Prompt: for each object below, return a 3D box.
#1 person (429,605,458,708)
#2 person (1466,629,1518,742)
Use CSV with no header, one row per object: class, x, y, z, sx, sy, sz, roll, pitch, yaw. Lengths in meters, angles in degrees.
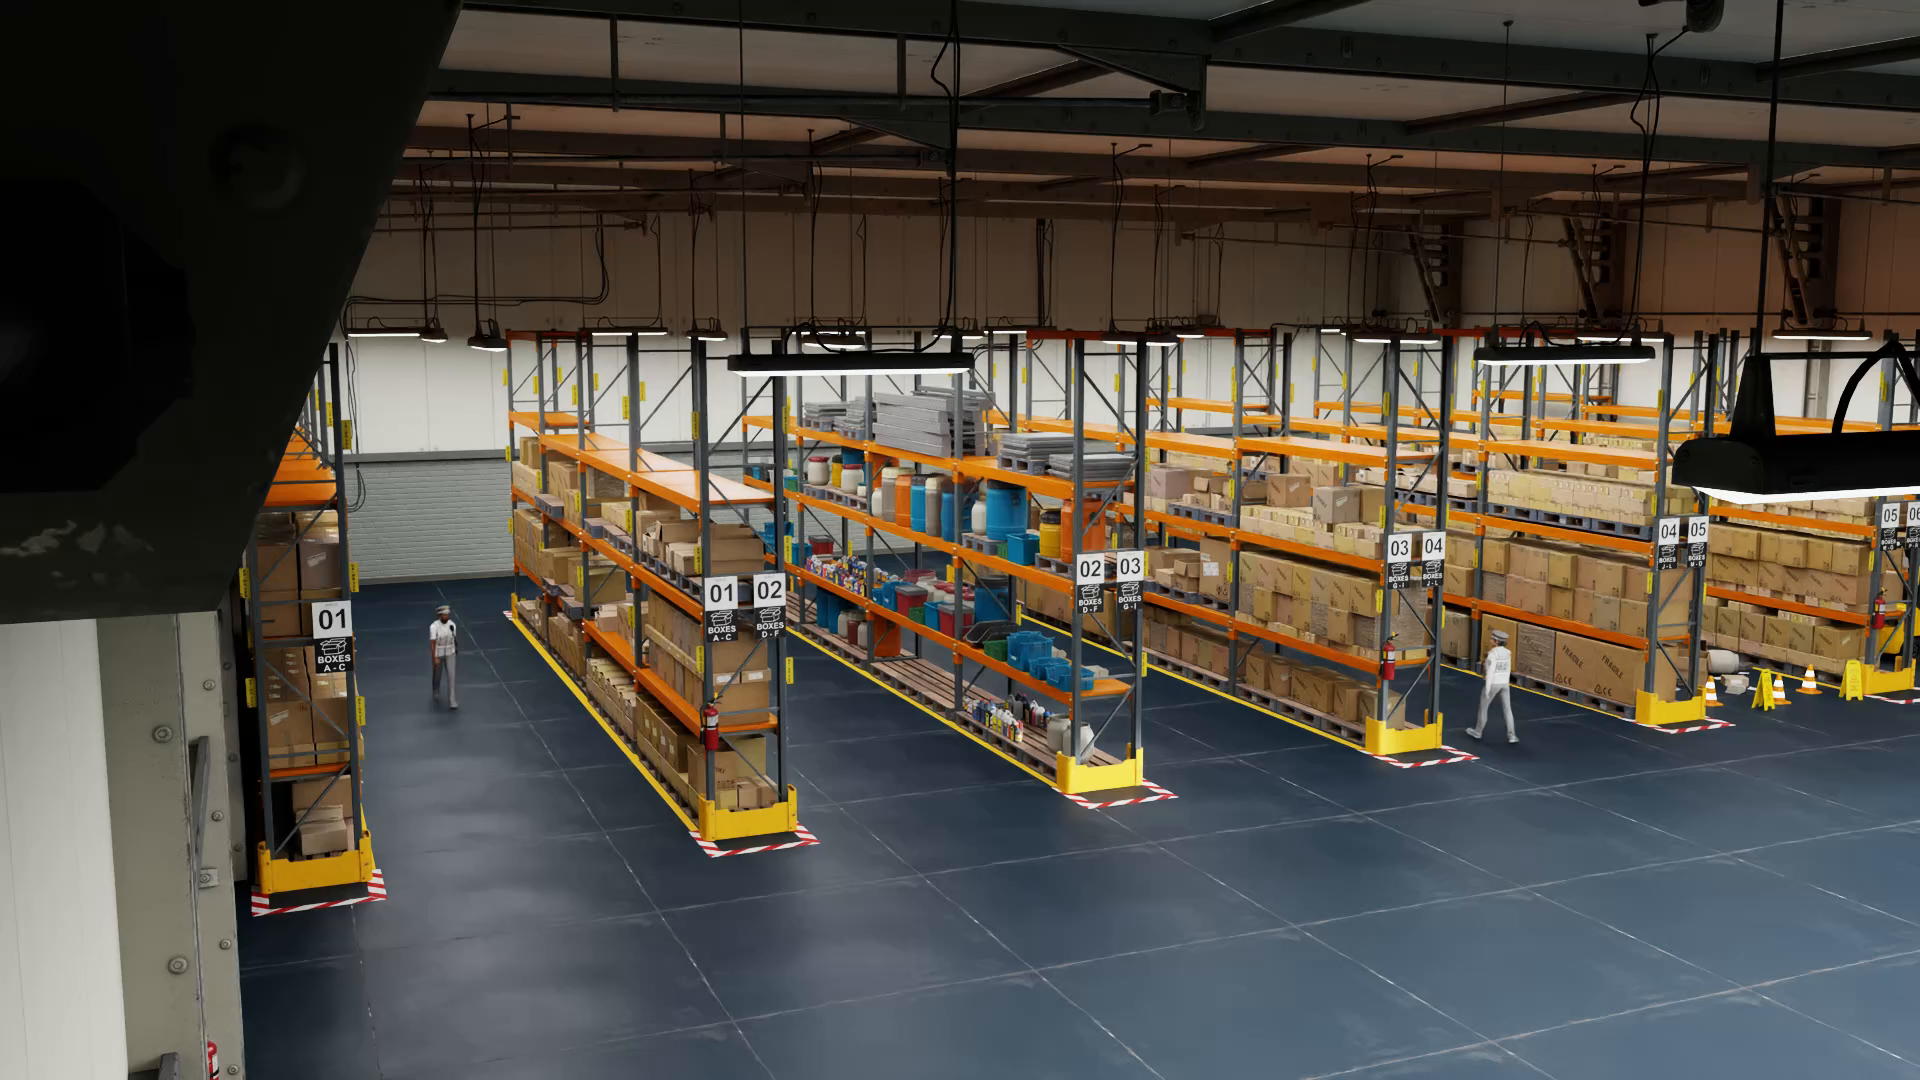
person,-8.373,1.846,26.960,0.433,1.623,1.045,-3,8,-24
person,7.961,2.153,24.697,0.495,1.667,0.778,-3,8,-20
